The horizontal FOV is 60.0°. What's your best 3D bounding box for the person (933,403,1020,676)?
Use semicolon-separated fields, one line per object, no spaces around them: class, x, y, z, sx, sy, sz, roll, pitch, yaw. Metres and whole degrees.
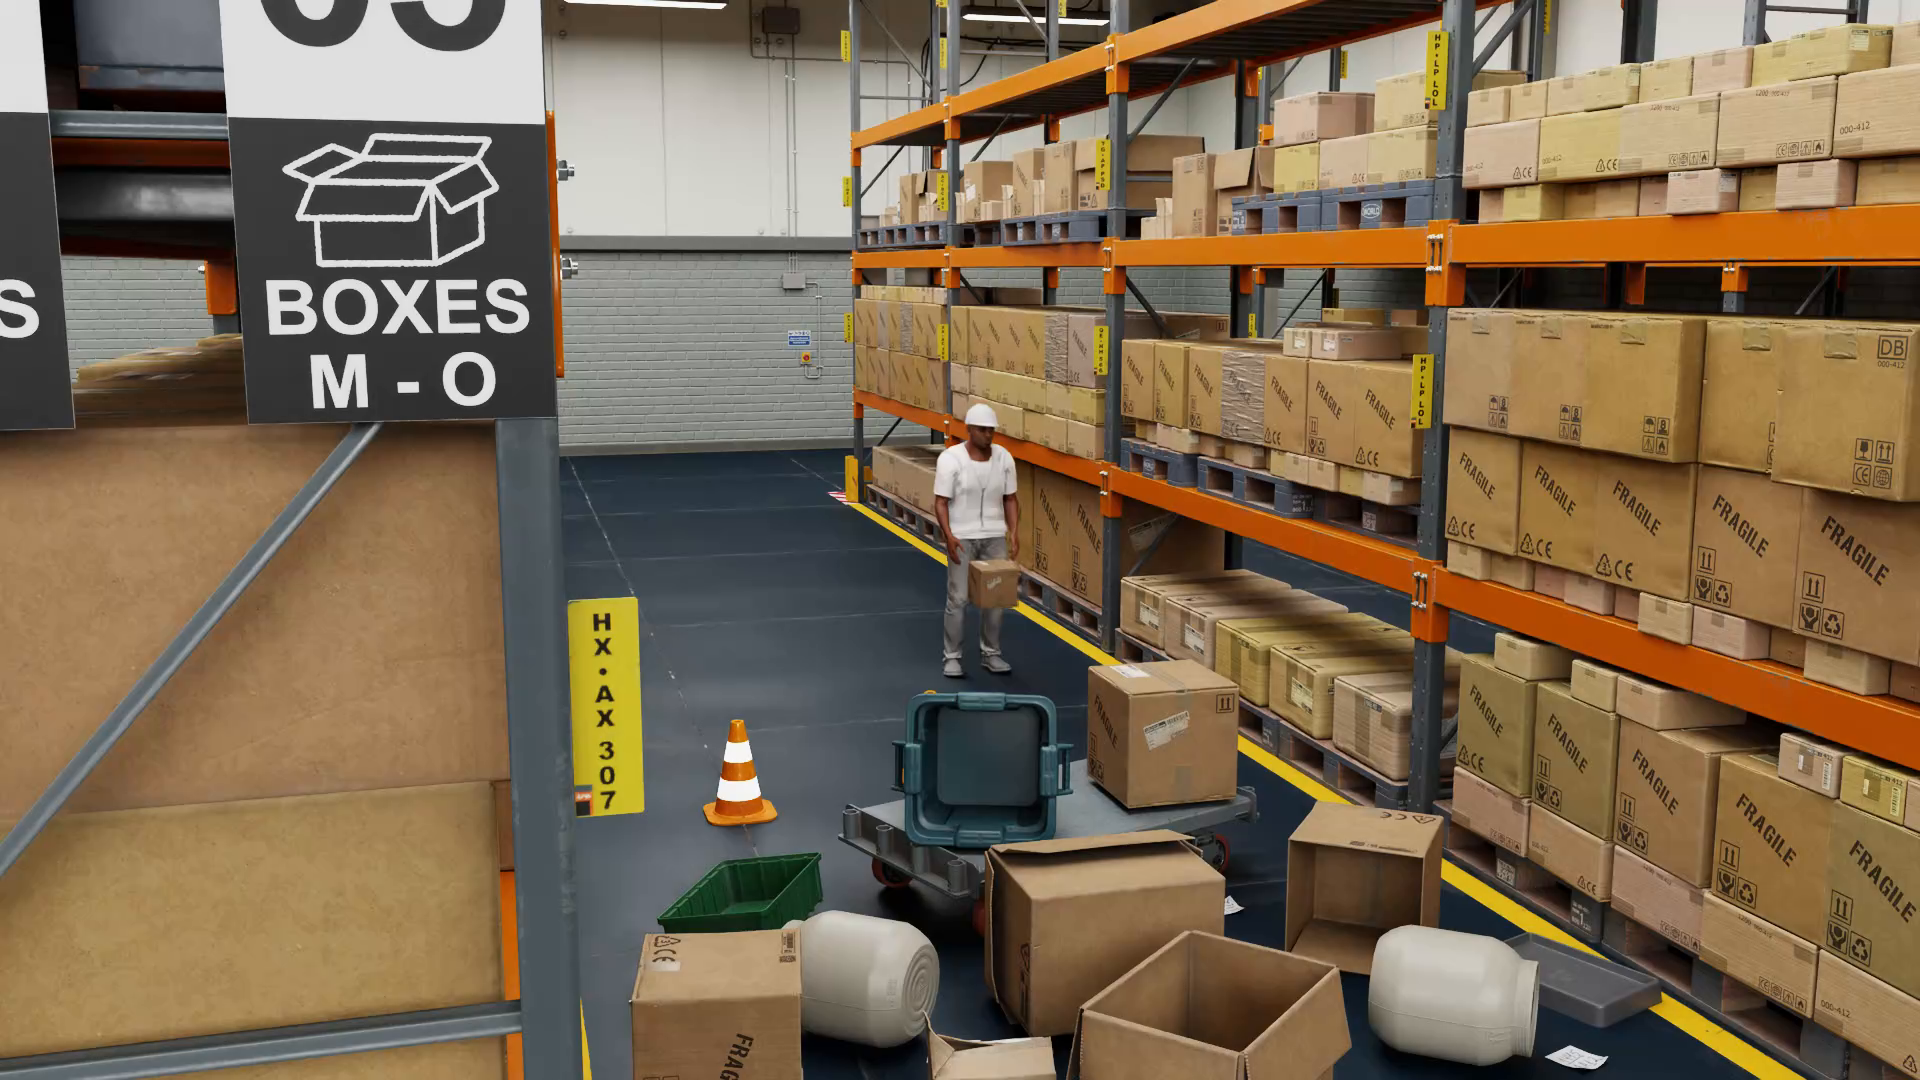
person;0.113;-0.009;10.854;0.583;1.766;0.422;-3;10;-20
